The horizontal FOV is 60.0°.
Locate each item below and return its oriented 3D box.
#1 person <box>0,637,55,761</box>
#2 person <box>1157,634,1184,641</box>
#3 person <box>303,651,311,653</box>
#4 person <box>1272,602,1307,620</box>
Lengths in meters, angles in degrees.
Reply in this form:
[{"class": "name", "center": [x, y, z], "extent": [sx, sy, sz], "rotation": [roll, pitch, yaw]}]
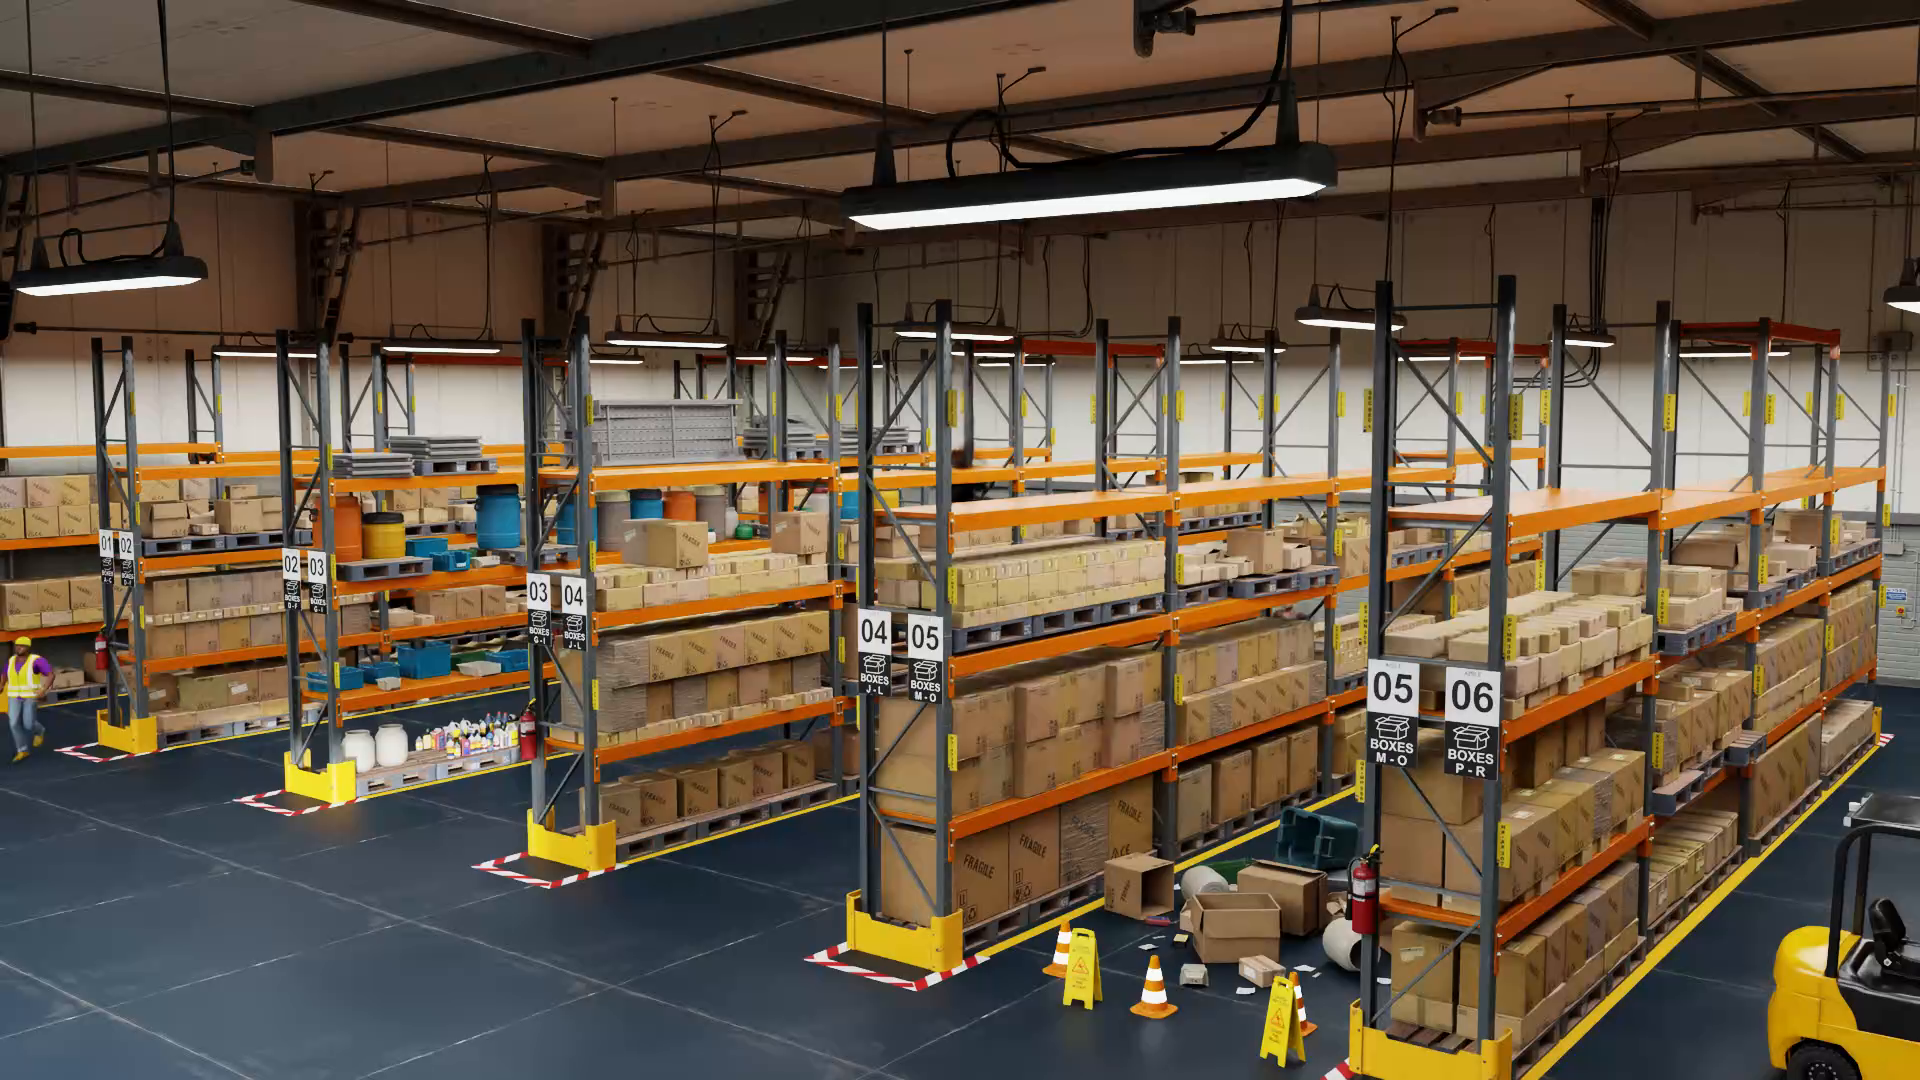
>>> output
[{"class": "person", "center": [-13.369, 2.244, 23.825], "extent": [0.753, 1.749, 0.697], "rotation": [-1, 5, -7]}, {"class": "person", "center": [3.103, 1.986, 24.214], "extent": [0.558, 1.734, 0.738], "rotation": [3, 6, 34]}, {"class": "person", "center": [-11.281, 1.846, 28.840], "extent": [0.618, 1.648, 0.719], "rotation": [4, 6, 39]}, {"class": "person", "center": [5.633, 1.832, 28.608], "extent": [0.702, 1.758, 1.011], "rotation": [4, 6, 36]}]
